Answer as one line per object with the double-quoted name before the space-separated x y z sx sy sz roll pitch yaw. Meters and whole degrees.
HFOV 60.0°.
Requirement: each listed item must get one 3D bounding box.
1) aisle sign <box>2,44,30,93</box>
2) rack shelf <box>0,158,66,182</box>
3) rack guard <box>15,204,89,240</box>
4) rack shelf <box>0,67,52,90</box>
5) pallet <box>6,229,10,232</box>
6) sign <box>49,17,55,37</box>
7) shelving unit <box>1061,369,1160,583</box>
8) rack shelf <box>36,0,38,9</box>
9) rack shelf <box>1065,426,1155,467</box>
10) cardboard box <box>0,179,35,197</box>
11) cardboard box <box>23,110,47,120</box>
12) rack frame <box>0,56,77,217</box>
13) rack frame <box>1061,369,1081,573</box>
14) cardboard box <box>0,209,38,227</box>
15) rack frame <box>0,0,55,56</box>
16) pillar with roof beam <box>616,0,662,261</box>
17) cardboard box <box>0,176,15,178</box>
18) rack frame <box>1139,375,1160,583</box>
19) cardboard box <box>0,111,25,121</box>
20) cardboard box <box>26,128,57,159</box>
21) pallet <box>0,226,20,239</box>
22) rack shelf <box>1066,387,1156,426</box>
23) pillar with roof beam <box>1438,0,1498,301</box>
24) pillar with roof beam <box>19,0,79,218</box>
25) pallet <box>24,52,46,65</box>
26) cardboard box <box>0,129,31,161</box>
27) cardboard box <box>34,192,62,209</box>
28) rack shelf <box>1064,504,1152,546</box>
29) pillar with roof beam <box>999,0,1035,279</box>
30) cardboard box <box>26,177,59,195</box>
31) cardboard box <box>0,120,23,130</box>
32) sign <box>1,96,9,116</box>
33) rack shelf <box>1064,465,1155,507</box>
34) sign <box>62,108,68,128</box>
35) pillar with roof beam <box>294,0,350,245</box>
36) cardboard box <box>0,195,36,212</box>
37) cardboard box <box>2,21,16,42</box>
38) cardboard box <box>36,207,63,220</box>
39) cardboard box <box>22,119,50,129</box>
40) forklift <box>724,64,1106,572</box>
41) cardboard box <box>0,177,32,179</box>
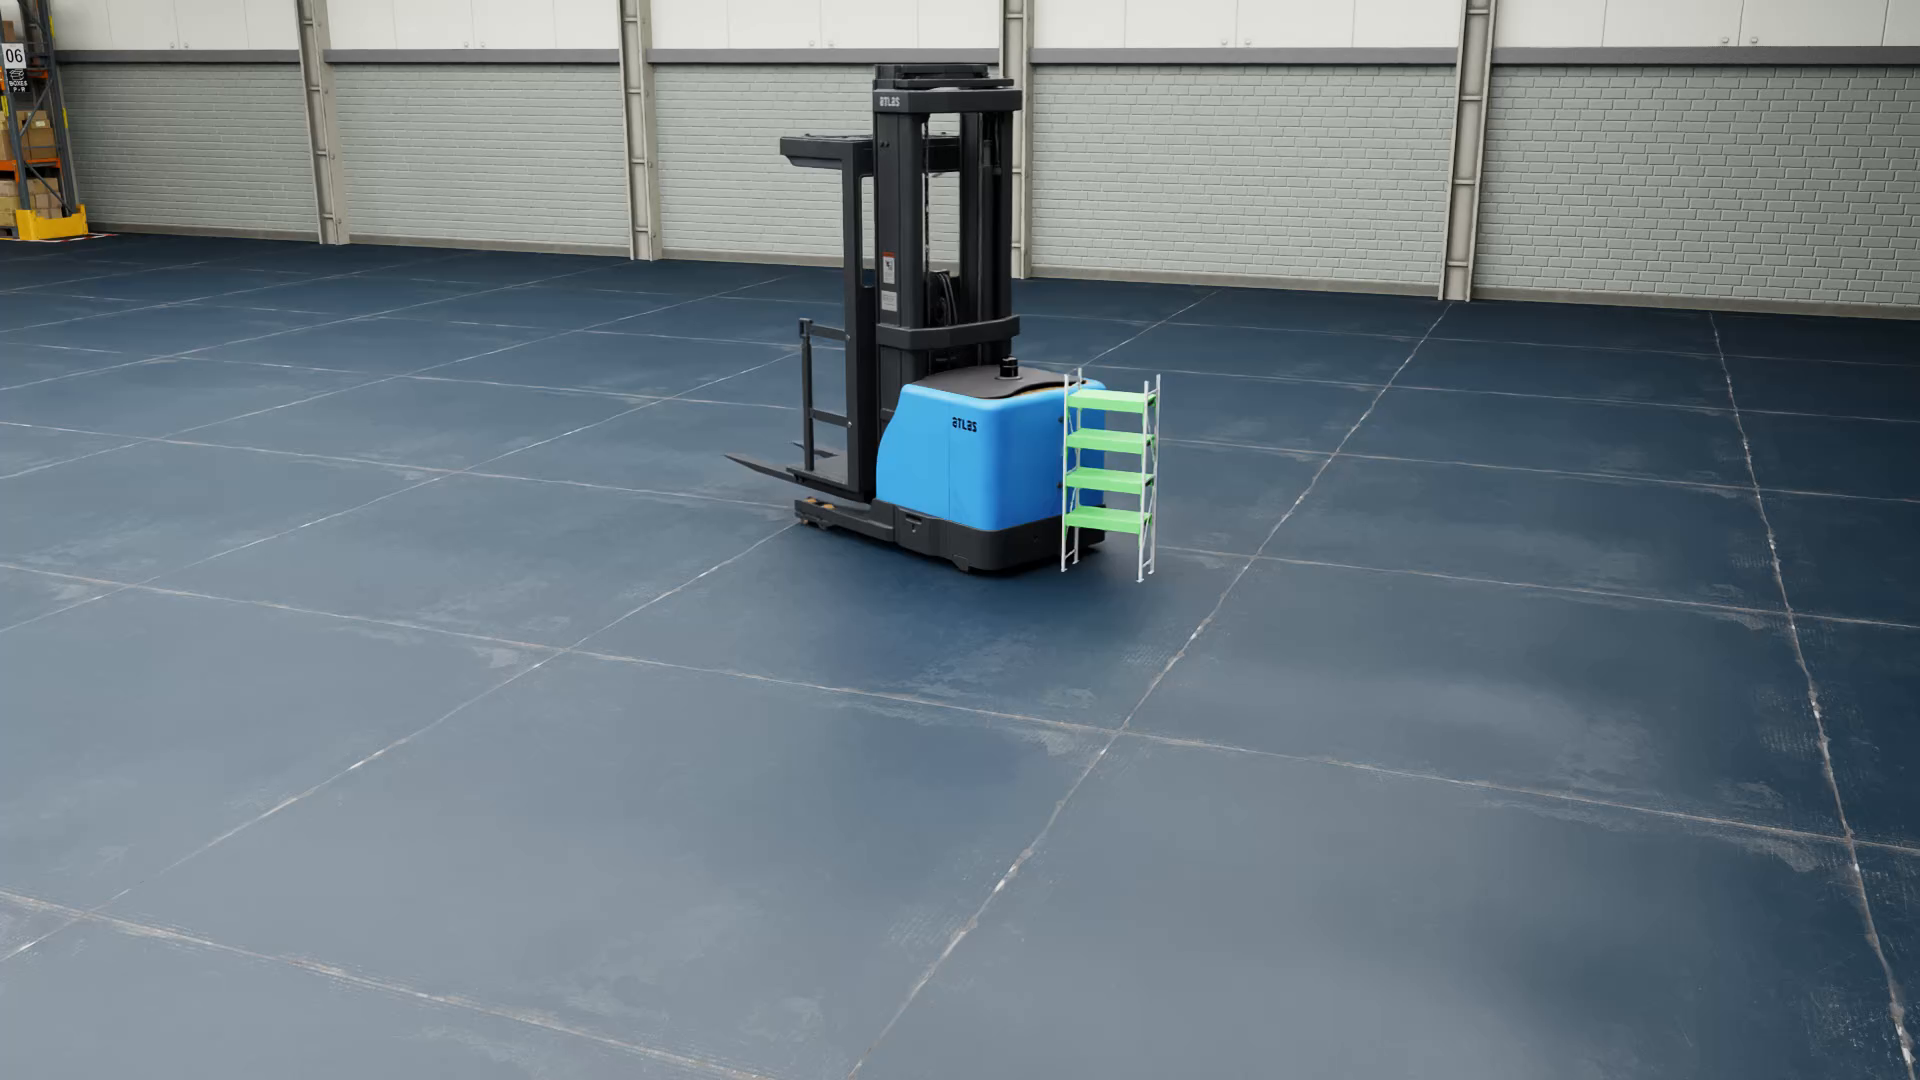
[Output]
"aisle sign" -15.706 -7.848 27.664 0.004 0.787 0.394 6 17 21
"rack shelf" -17.520 -6.542 29.117 4.000 0.370 1.077 6 17 21
"rack guard" -15.637 -5.480 28.652 0.348 0.500 1.175 6 17 21
"rack shelf" -17.520 -7.982 28.699 4.000 0.370 1.077 6 17 21
"pallet" -17.517 -5.536 29.364 1.213 0.211 1.003 6 17 21
"sign" -15.450 -8.724 28.255 0.005 0.325 0.100 6 17 21
"shelving unit" 0.888 -0.383 9.842 0.503 1.200 0.258 7 18 23
"rack shelf" -17.520 -9.231 28.336 4.000 0.370 1.077 6 17 21
"rack shelf" 0.888 -0.552 9.793 0.480 0.148 0.258 7 18 23
"cardboard box" -16.202 -6.010 28.381 0.500 0.250 0.500 7 18 22
"cardboard box" -15.894 -7.275 28.475 0.250 0.149 0.380 6 17 20
"rack frame" -15.660 -6.683 28.312 0.127 3.000 1.000 6 17 21
"rack frame" 0.666 -0.411 9.938 0.015 1.200 0.240 7 18 23
"cardboard box" -16.213 -5.530 28.520 0.500 0.250 0.500 6 17 21
"rack frame" -15.660 -9.564 27.476 0.127 3.000 1.000 6 17 21
"pillar with roof beam" -6.393 -7.524 20.452 0.400 9.000 9.100 6 17 21
"cardboard box" -16.965 -6.246 29.195 0.500 0.250 0.500 6 17 20
"rack frame" 1.111 -0.355 9.745 0.015 1.200 0.240 7 18 23
"cardboard box" -16.070 -7.167 28.104 0.250 0.149 0.380 6 17 21
"cardboard box" -16.019 -6.853 28.721 0.500 0.500 0.500 7 18 22
"pallet" -16.386 -5.411 28.933 1.213 0.211 1.003 6 17 21
"rack shelf" 0.888 -0.783 9.726 0.480 0.148 0.258 7 18 23
"pillar with roof beam" 4.770 -6.297 16.223 0.400 9.000 9.100 6 17 21
"pillar with roof beam" -17.556 -8.752 24.680 0.400 9.000 9.100 6 17 21
"pallet" -16.308 -8.160 28.178 1.213 0.211 1.003 6 17 21
"cardboard box" -16.214 -6.713 28.237 0.500 0.500 0.500 6 17 19
"cardboard box" -16.021 -5.906 28.918 0.500 0.250 0.500 7 17 22
"rack shelf" 0.888 -0.091 9.927 0.480 0.148 0.258 7 18 23
"pillar with roof beam" -0.812 -6.911 18.338 0.400 9.000 9.100 6 17 21
"cardboard box" -16.037 -6.142 28.836 0.500 0.250 0.500 6 17 20
"cardboard box" -16.085 -7.005 28.080 0.250 0.149 0.380 7 17 21
"sign" -15.872 -7.213 27.638 0.005 0.325 0.100 6 17 21
"rack shelf" 0.888 -0.322 9.860 0.480 0.148 0.258 7 18 23
"sign" -15.450 -7.280 28.674 0.005 0.325 0.100 6 17 21
"pillar with roof beam" -11.975 -8.138 22.566 0.400 9.000 9.100 6 17 21
"cardboard box" -16.227 -5.773 28.459 0.500 0.250 0.500 6 17 20
"cardboard box" -16.161 -8.403 27.746 0.500 0.500 0.500 7 18 22
"cardboard box" -16.045 -5.665 28.985 0.500 0.250 0.500 6 17 21
"cardboard box" -15.880 -7.144 28.559 0.250 0.149 0.380 6 17 19
"forklift" -0.447 -1.560 10.789 1.130 2.935 3.031 -14 21 -40
"cardboard box" -16.503 -6.192 29.009 0.500 0.250 0.500 6 17 21
